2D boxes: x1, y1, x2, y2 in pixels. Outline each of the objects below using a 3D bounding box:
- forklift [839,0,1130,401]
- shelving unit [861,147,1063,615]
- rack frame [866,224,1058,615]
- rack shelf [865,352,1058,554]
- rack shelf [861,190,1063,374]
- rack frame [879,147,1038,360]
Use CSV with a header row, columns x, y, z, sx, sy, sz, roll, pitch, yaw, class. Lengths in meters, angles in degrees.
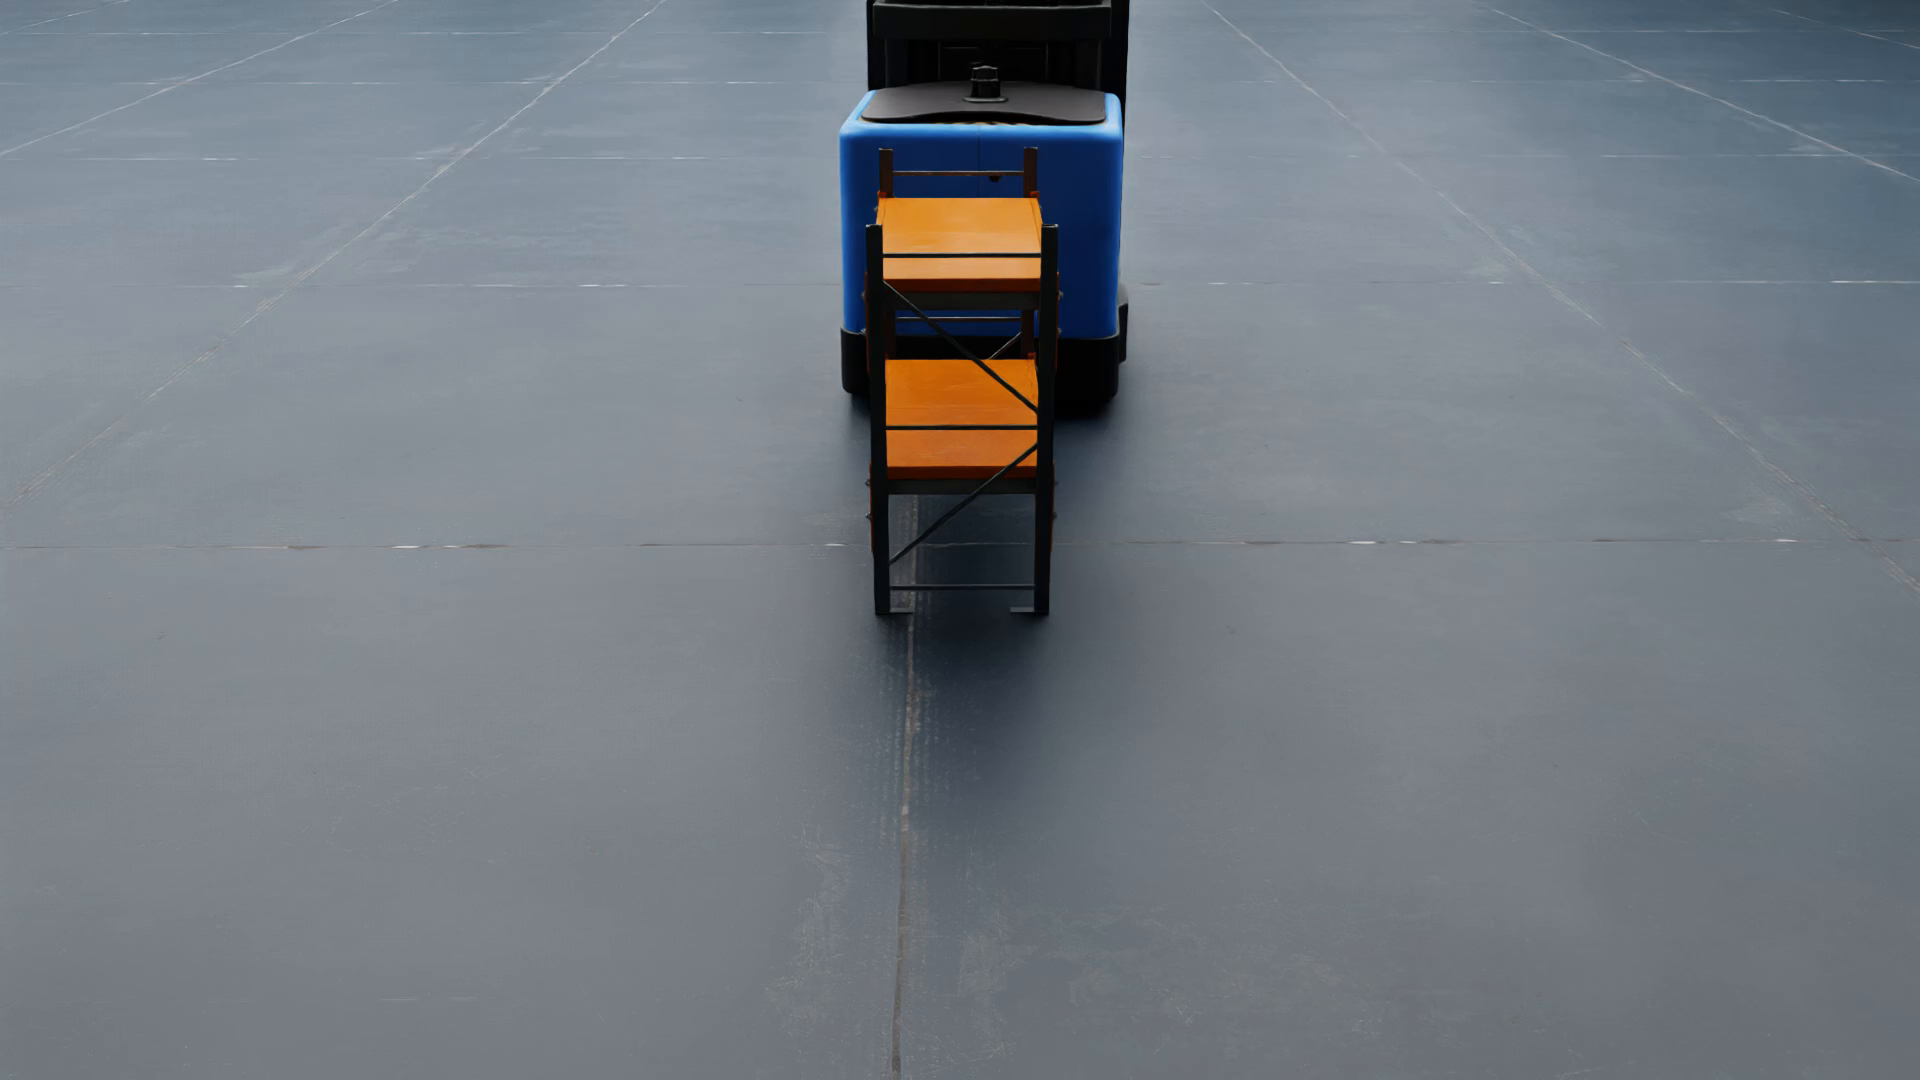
x,y,z,sx,sy,sz,roll,pitch,yaw,class
0.175,-2.424,7.053,1.130,2.935,3.031,2,24,4,forklift
0.000,-0.515,5.024,0.538,1.125,1.048,0,24,-1,shelving unit
0.005,-0.306,4.561,0.500,1.125,0.032,0,24,-1,rack frame
0.000,-0.293,5.125,0.538,0.278,1.000,0,24,-1,rack shelf
0.000,-0.782,4.904,0.538,0.278,1.000,0,24,-1,rack shelf
-0.006,-0.725,5.487,0.500,1.125,0.032,0,24,-1,rack frame
